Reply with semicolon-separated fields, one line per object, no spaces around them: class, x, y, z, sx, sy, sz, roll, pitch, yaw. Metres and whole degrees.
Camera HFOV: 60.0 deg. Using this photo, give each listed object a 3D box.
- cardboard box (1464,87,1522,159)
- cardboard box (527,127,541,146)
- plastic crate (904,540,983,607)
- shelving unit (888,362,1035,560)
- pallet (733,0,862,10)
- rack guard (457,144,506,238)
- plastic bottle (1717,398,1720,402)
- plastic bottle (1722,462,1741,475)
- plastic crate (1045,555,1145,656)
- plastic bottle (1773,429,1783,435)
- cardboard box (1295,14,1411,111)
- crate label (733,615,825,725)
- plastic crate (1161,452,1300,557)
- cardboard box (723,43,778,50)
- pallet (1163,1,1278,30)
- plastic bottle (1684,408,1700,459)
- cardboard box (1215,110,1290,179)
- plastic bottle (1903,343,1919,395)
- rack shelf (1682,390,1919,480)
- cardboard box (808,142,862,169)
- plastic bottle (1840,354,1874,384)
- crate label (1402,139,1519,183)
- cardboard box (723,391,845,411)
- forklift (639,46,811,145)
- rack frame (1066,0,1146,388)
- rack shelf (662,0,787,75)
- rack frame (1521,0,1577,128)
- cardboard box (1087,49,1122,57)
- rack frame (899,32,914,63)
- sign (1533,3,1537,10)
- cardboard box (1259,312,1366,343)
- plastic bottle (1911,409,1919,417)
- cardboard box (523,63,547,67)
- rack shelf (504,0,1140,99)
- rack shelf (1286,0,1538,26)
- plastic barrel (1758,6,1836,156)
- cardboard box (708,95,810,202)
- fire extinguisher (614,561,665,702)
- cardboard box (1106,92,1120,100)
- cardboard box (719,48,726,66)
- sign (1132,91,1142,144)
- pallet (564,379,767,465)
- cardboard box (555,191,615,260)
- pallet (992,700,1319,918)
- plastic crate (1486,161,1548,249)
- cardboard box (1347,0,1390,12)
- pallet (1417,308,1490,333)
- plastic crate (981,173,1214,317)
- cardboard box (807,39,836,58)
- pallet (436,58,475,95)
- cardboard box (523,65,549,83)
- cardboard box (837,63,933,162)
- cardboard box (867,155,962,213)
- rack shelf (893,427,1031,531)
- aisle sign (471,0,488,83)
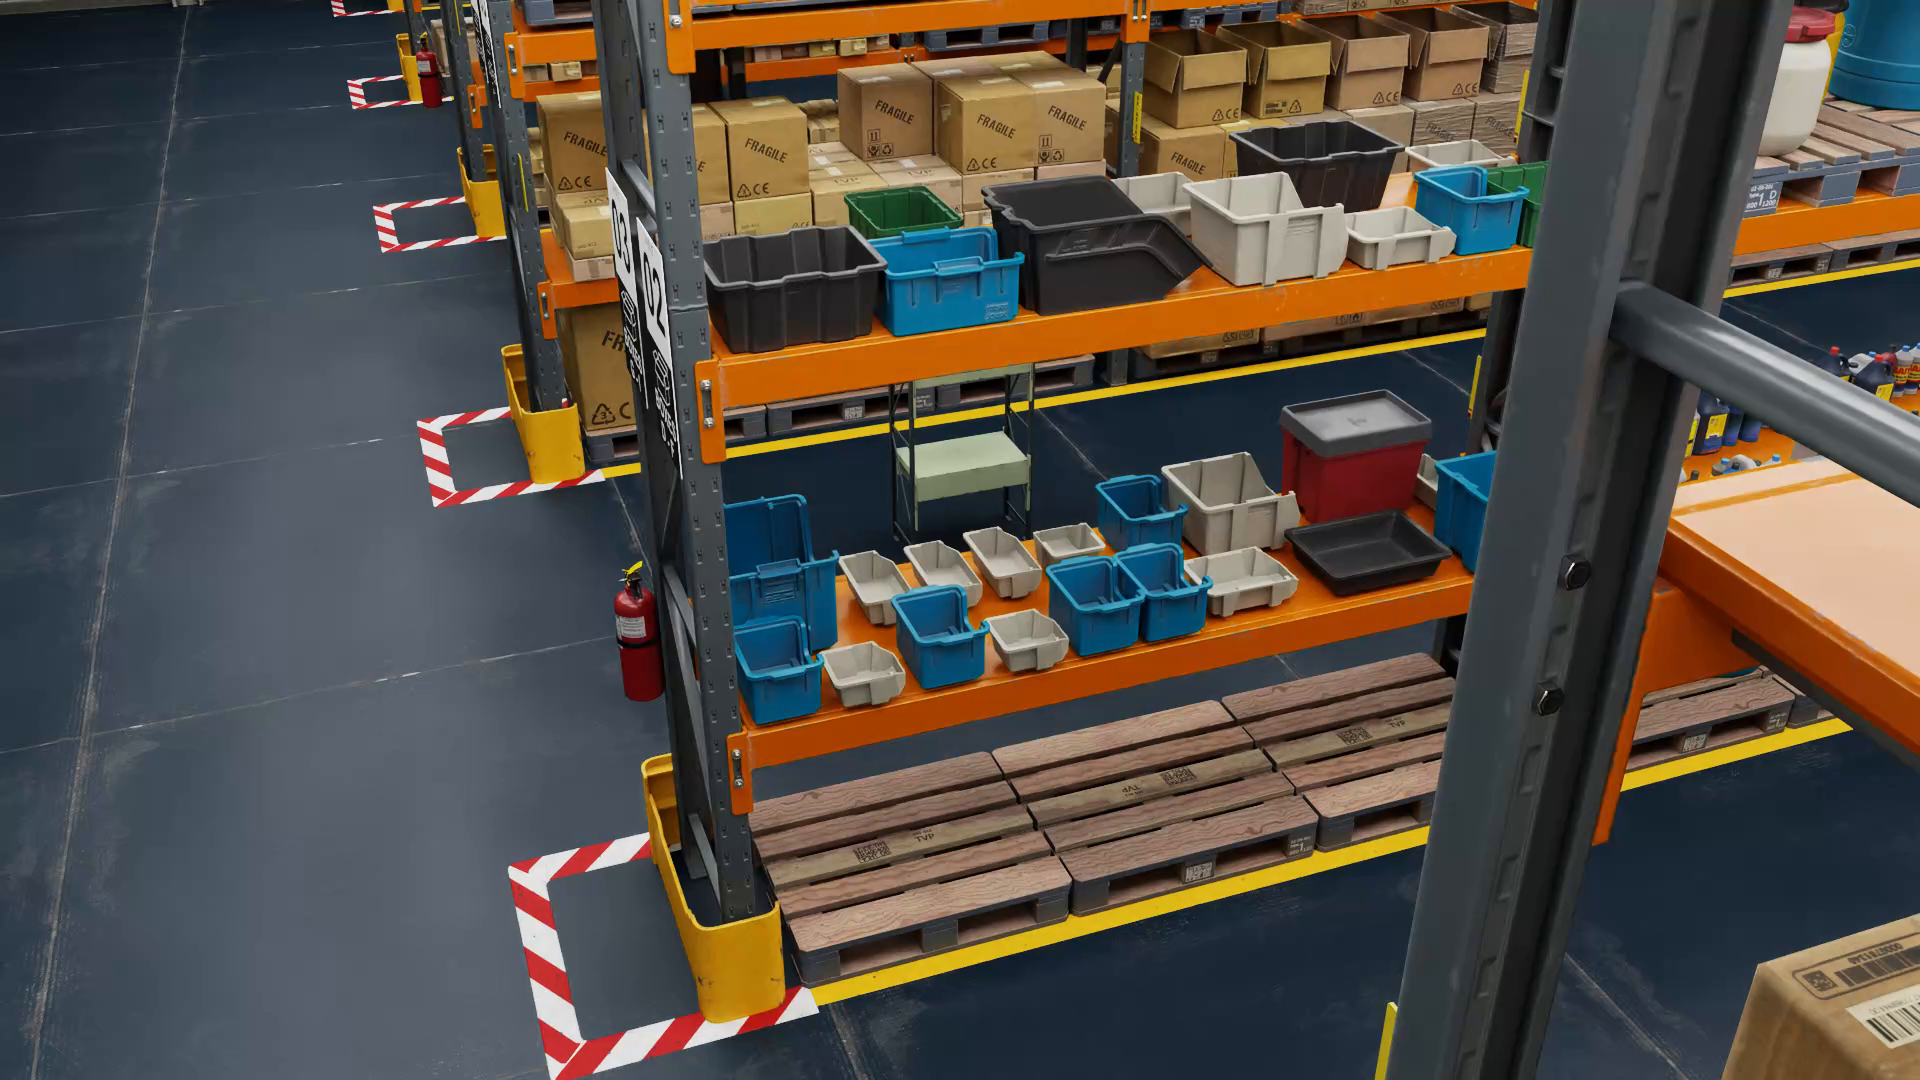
cardboard box;3.884;-3.099;12.408;0.500;0.500;0.500;-11;31;-18
cardboard box;-3.996;-3.688;15.398;0.250;0.149;0.380;-10;31;-17
plastic crate;-0.064;0.160;6.995;0.243;0.136;0.396;-10;31;-18
shelving unit;0.006;-0.653;9.731;0.755;1.500;0.431;-10;31;-18
pallet;-0.932;-3.568;10.393;1.213;0.211;1.003;-10;31;-18
rack guard;-4.332;-3.204;15.219;0.348;0.500;1.175;-10;31;-18
plastic bottle;3.779;-0.665;8.362;0.135;0.276;0.152;-10;31;-18
plastic bottle;3.518;-0.228;7.601;0.097;0.271;0.097;0;30;0
plastic crate;0.539;0.270;6.706;0.300;0.233;0.416;-10;31;-18
plastic bottle;4.184;-0.671;8.379;0.097;0.271;0.097;0;30;0
cardboard box;2.800;-3.469;12.046;0.637;0.503;0.797;-9;31;-16
crate label;-0.695;0.497;6.307;0.303;0.233;0.416;-10;31;-18
plastic crate;1.212;-0.147;7.387;0.530;0.282;0.437;-10;31;-18
cardboard box;-1.963;-4.751;15.008;0.500;0.500;0.500;-11;31;-18
pallet;2.464;-5.402;16.745;1.003;0.211;1.213;-10;31;-18
plastic bottle;3.505;-0.573;8.125;0.185;0.351;0.144;-10;31;-18
cardboard box;1.969;-2.742;11.783;0.500;0.500;0.500;-10;31;-18
plastic bottle;5.045;-0.910;8.798;0.097;0.271;0.097;0;30;0
rack shelf;4.582;-0.383;8.470;4.000;0.370;1.077;-10;31;-18
cardboard box;-0.968;-2.496;11.302;0.500;0.250;0.500;-10;31;-18
plastic bottle;4.638;-0.823;8.640;0.135;0.276;0.152;-10;31;-18
crate label;2.148;-1.589;7.095;0.466;0.136;0.293;-10;31;-18
cardboard box;-1.344;-1.522;11.464;0.875;0.875;0.875;-10;31;-18
forklift;-1.702;-3.439;13.176;3.031;2.935;1.130;-16;33;-25
rack frame;0.980;-2.648;11.719;0.127;3.000;1.000;-10;31;-18
rack shelf;0.833;-2.125;5.872;4.000;0.370;1.077;-10;31;-18
rack frame;2.707;-2.957;6.200;0.127;3.000;1.000;-10;31;-18
cardboard box;1.420;-4.906;17.025;0.500;0.250;0.500;-10;31;-17
rack frame;-0.654;-4.967;15.789;0.127;3.000;1.000;-10;31;-18
sign;4.531;-4.058;13.103;0.005;0.325;0.100;-10;31;-18
cardboard box;2.410;-2.182;12.623;0.875;0.875;1.225;-12;32;-19
plastic bottle;4.610;-0.505;8.087;0.097;0.271;0.097;0;30;0
cardboard box;-3.886;-4.399;14.389;0.500;0.500;0.500;-9;31;-15
rack shelf;-0.894;-3.294;10.548;4.000;0.370;1.077;-10;31;-18
rack shelf;4.969;-5.690;17.785;4.000;0.370;1.077;-10;31;-18
plastic barrel;3.288;-1.870;6.761;0.433;0.535;0.433;0;30;0
cardboard box;-1.273;-2.484;10.524;0.500;0.500;0.500;-11;32;-19
fire extinguisher;-1.341;0.351;6.909;0.183;0.674;0.296;-10;31;-18
cardboard box;1.591;-4.332;16.775;0.500;0.500;0.500;-12;32;-20
cardboard box;-2.281;-4.397;15.041;0.250;0.149;0.380;-10;31;-17
sign;1.175;-2.802;11.033;0.005;0.325;0.100;-10;31;-18
pallet;-2.047;-0.921;11.503;1.213;0.211;1.003;-10;31;-18
cardboard box;-2.225;-1.980;10.396;0.500;0.250;0.500;-11;32;-19
pallet;0.886;1.219;7.748;1.213;0.211;1.003;-10;31;-18
plastic crate;2.416;-1.348;6.621;0.662;0.188;0.450;-10;31;-18
cardboard box;4.085;-5.742;17.048;0.500;0.500;0.500;-11;31;-18
pallet;3.964;-2.026;13.444;1.213;0.211;1.003;-10;31;-18
plastic crate;0.486;-1.073;5.985;0.767;0.338;0.504;-10;31;-18
cardboard box;-1.315;-4.587;15.375;0.250;0.149;0.380;-9;31;-16
pallet;-5.502;-5.518;19.573;1.213;0.211;1.003;-10;31;-18
cardboard box;-3.761;-4.134;14.581;0.250;0.149;0.380;-9;31;-16
cardboard box;-0.508;-2.901;11.255;0.500;0.500;0.500;-11;32;-19
cardboard box;-0.304;-2.336;11.021;0.500;0.250;0.500;-10;31;-17
rack shelf;0.006;-0.370;9.893;0.720;0.370;0.431;-10;31;-18
aisle sign;-2.941;-3.214;10.086;0.004;0.787;0.394;-10;31;-18
